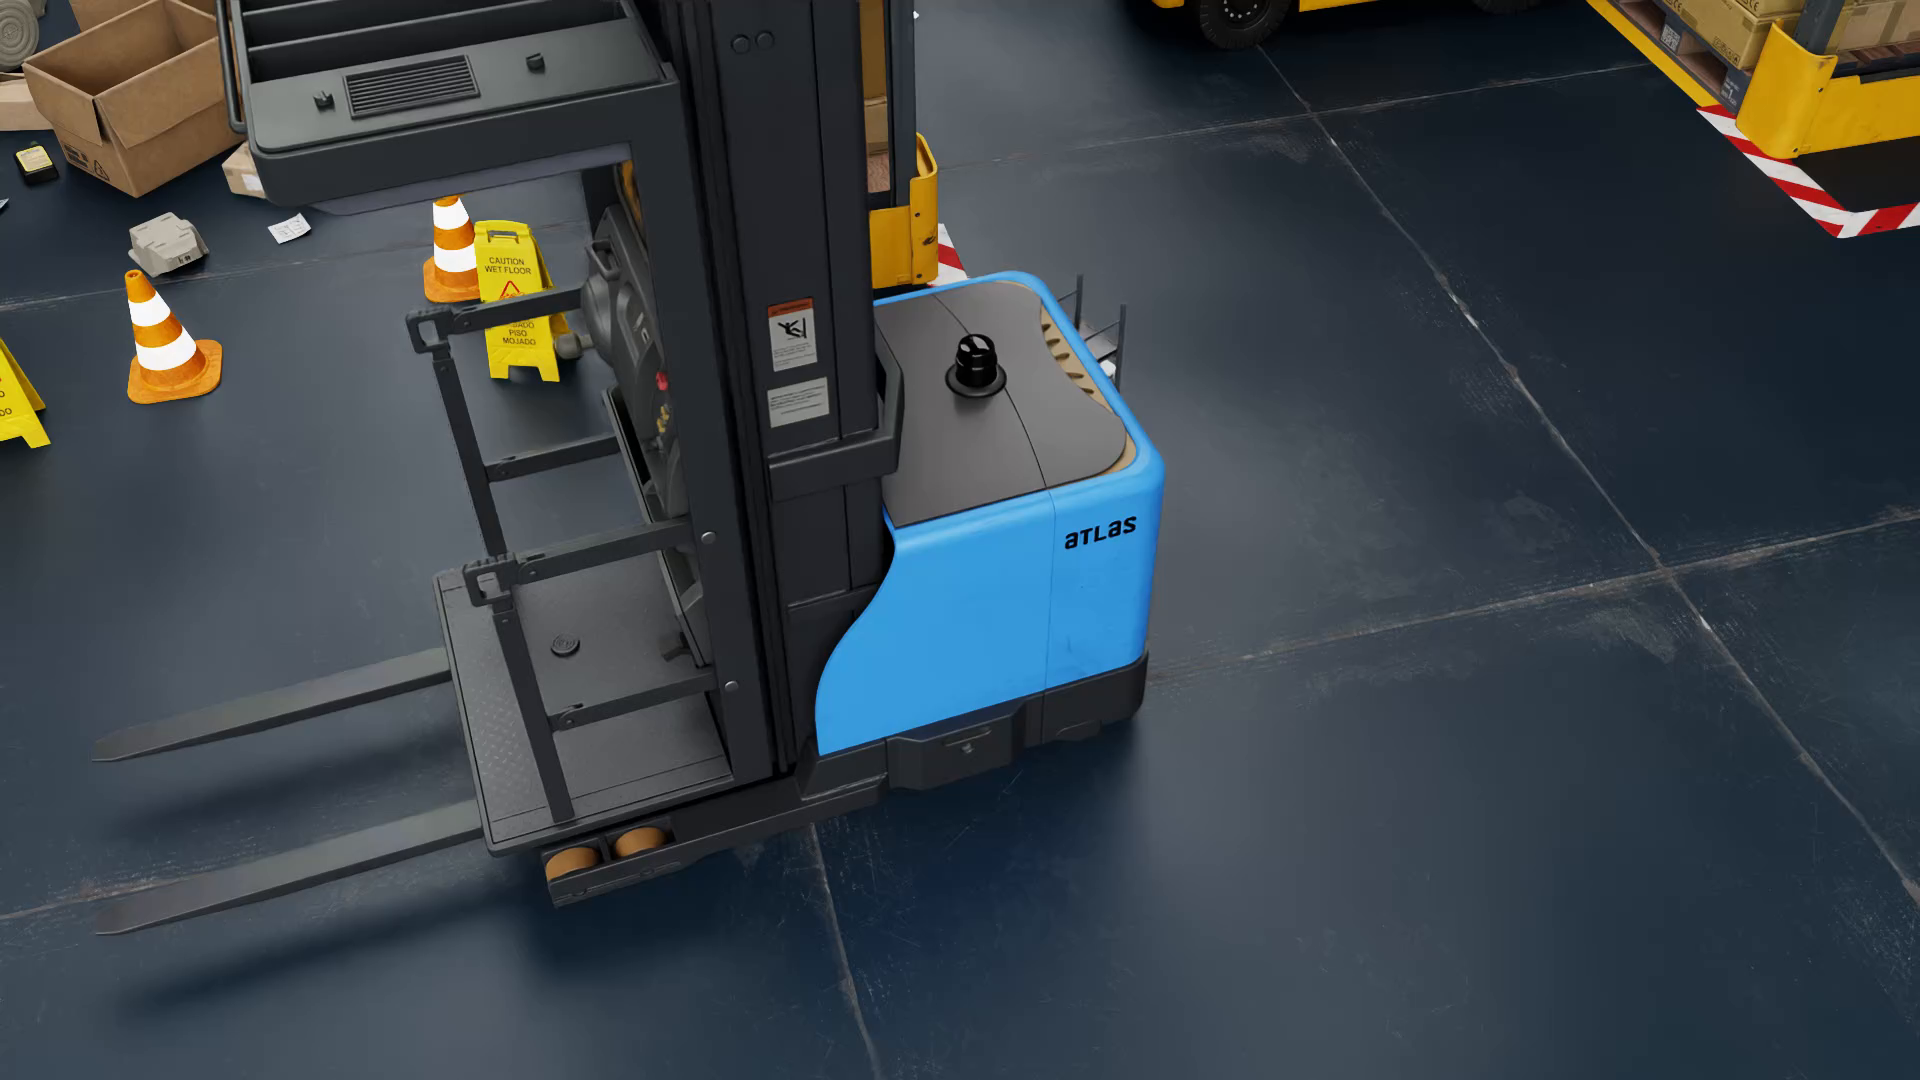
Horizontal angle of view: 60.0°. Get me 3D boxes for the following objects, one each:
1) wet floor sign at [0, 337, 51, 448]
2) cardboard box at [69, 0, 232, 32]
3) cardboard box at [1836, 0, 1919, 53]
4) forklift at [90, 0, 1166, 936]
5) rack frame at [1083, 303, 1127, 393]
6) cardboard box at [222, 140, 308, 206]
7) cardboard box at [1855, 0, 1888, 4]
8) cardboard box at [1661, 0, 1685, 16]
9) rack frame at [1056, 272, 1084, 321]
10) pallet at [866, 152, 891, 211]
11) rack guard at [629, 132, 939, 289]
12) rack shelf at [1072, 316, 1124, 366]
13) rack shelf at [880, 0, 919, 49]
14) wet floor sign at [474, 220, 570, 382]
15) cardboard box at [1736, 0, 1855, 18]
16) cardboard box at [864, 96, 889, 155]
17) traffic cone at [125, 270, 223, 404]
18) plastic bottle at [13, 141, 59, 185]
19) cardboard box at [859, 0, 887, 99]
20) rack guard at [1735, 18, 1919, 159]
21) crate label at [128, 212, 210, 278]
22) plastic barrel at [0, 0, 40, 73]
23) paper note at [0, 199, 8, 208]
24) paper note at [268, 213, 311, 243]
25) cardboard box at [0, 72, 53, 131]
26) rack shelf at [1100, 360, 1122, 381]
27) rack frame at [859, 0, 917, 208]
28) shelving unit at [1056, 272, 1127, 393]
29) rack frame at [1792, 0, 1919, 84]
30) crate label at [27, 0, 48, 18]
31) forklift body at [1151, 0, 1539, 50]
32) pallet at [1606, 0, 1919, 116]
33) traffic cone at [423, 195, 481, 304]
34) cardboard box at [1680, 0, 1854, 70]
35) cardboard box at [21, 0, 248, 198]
[{"bbox_3d":[-3.501,-0.613,5.898,0.267,0.644,0.232,-18,48,-17],"label":"wet floor sign"},{"bbox_3d":[-3.808,-2.637,7.887,0.797,0.637,0.503,-11,47,-10],"label":"cardboard box"},{"bbox_3d":[4.197,-2.539,7.769,0.500,0.250,0.500,-11,47,-10],"label":"cardboard box"},{"bbox_3d":[-1.001,-0.424,4.113,3.031,2.935,1.130,-15,47,-14],"label":"forklift"},{"bbox_3d":[0.430,-0.375,5.487,0.240,0.900,0.006,-30,53,-26],"label":"rack frame"},{"bbox_3d":[-2.951,-1.607,7.220,0.380,0.149,0.250,11,47,11],"label":"cardboard box"},{"bbox_3d":[4.214,-2.702,7.579,0.500,0.250,0.500,-10,46,-10],"label":"cardboard box"},{"bbox_3d":[3.590,-2.776,8.001,0.500,0.250,0.500,-11,47,-10],"label":"cardboard box"},{"bbox_3d":[0.301,-0.488,5.598,0.240,0.900,0.006,-30,53,-26],"label":"rack frame"},{"bbox_3d":[-0.857,-1.713,7.281,1.003,0.211,1.213,-11,47,-10],"label":"pallet"},{"bbox_3d":[-0.683,-1.247,6.622,1.175,0.500,0.348,-11,47,-10],"label":"rack guard"},{"bbox_3d":[0.365,-0.597,5.374,0.258,0.077,0.200,-30,53,-26],"label":"rack shelf"},{"bbox_3d":[-1.175,-3.198,7.288,1.077,0.370,4.000,-11,47,-10],"label":"rack shelf"},{"bbox_3d":[-1.649,-0.919,6.198,0.267,0.644,0.232,4,46,4],"label":"wet floor sign"},{"bbox_3d":[3.707,-2.618,7.497,0.500,0.250,0.500,-11,47,-11],"label":"cardboard box"},{"bbox_3d":[-0.603,-1.861,7.105,0.500,0.250,0.500,-11,47,-11],"label":"cardboard box"},{"bbox_3d":[-3.006,-0.805,6.215,0.336,0.463,0.334,-11,47,-10],"label":"traffic cone"},{"bbox_3d":[-4.093,-1.673,7.346,0.133,0.061,0.283,-26,51,-24],"label":"plastic bottle"},{"bbox_3d":[-0.609,-2.140,6.853,0.500,0.500,0.500,-12,47,-12],"label":"cardboard box"},{"bbox_3d":[4.140,-2.088,7.446,1.175,0.500,0.348,-11,47,-10],"label":"rack guard"},{"bbox_3d":[-3.268,-1.222,6.852,0.250,0.136,0.298,-35,55,-30],"label":"crate label"},{"bbox_3d":[-4.673,-2.452,7.856,0.512,0.421,0.421,19,48,17],"label":"plastic barrel"},{"bbox_3d":[-4.172,-1.419,7.120,0.144,0.017,0.142,4,46,4],"label":"paper note"},{"bbox_3d":[-2.830,-1.319,7.021,0.148,0.019,0.142,-26,51,-24],"label":"paper note"},{"bbox_3d":[-4.226,-2.049,7.572,0.396,0.266,0.258,-3,46,-3],"label":"cardboard box"},{"bbox_3d":[0.365,-0.534,5.438,0.258,0.077,0.200,-30,53,-26],"label":"rack shelf"},{"bbox_3d":[-0.663,-2.069,5.678,1.000,3.000,0.127,-11,47,-10],"label":"rack frame"},{"bbox_3d":[0.365,-0.431,5.543,0.258,0.900,0.210,-30,53,-26],"label":"shelving unit"},{"bbox_3d":[4.134,-2.980,6.570,1.000,3.000,0.127,-11,47,-10],"label":"rack frame"},{"bbox_3d":[-4.727,-2.686,8.286,0.250,0.136,0.298,27,51,24],"label":"crate label"},{"bbox_3d":[1.885,-3.658,7.829,2.313,2.155,1.214,-11,47,-10],"label":"forklift body"},{"bbox_3d":[3.898,-2.524,8.076,1.003,0.211,1.213,-11,47,-10],"label":"pallet"},{"bbox_3d":[-2.020,-1.242,6.644,0.336,0.463,0.334,-11,47,-10],"label":"traffic cone"},{"bbox_3d":[3.708,-2.431,7.663,0.500,0.250,0.500,-10,46,-10],"label":"cardboard box"},{"bbox_3d":[-3.560,-1.945,7.304,0.637,0.503,0.797,27,51,24],"label":"cardboard box"}]
